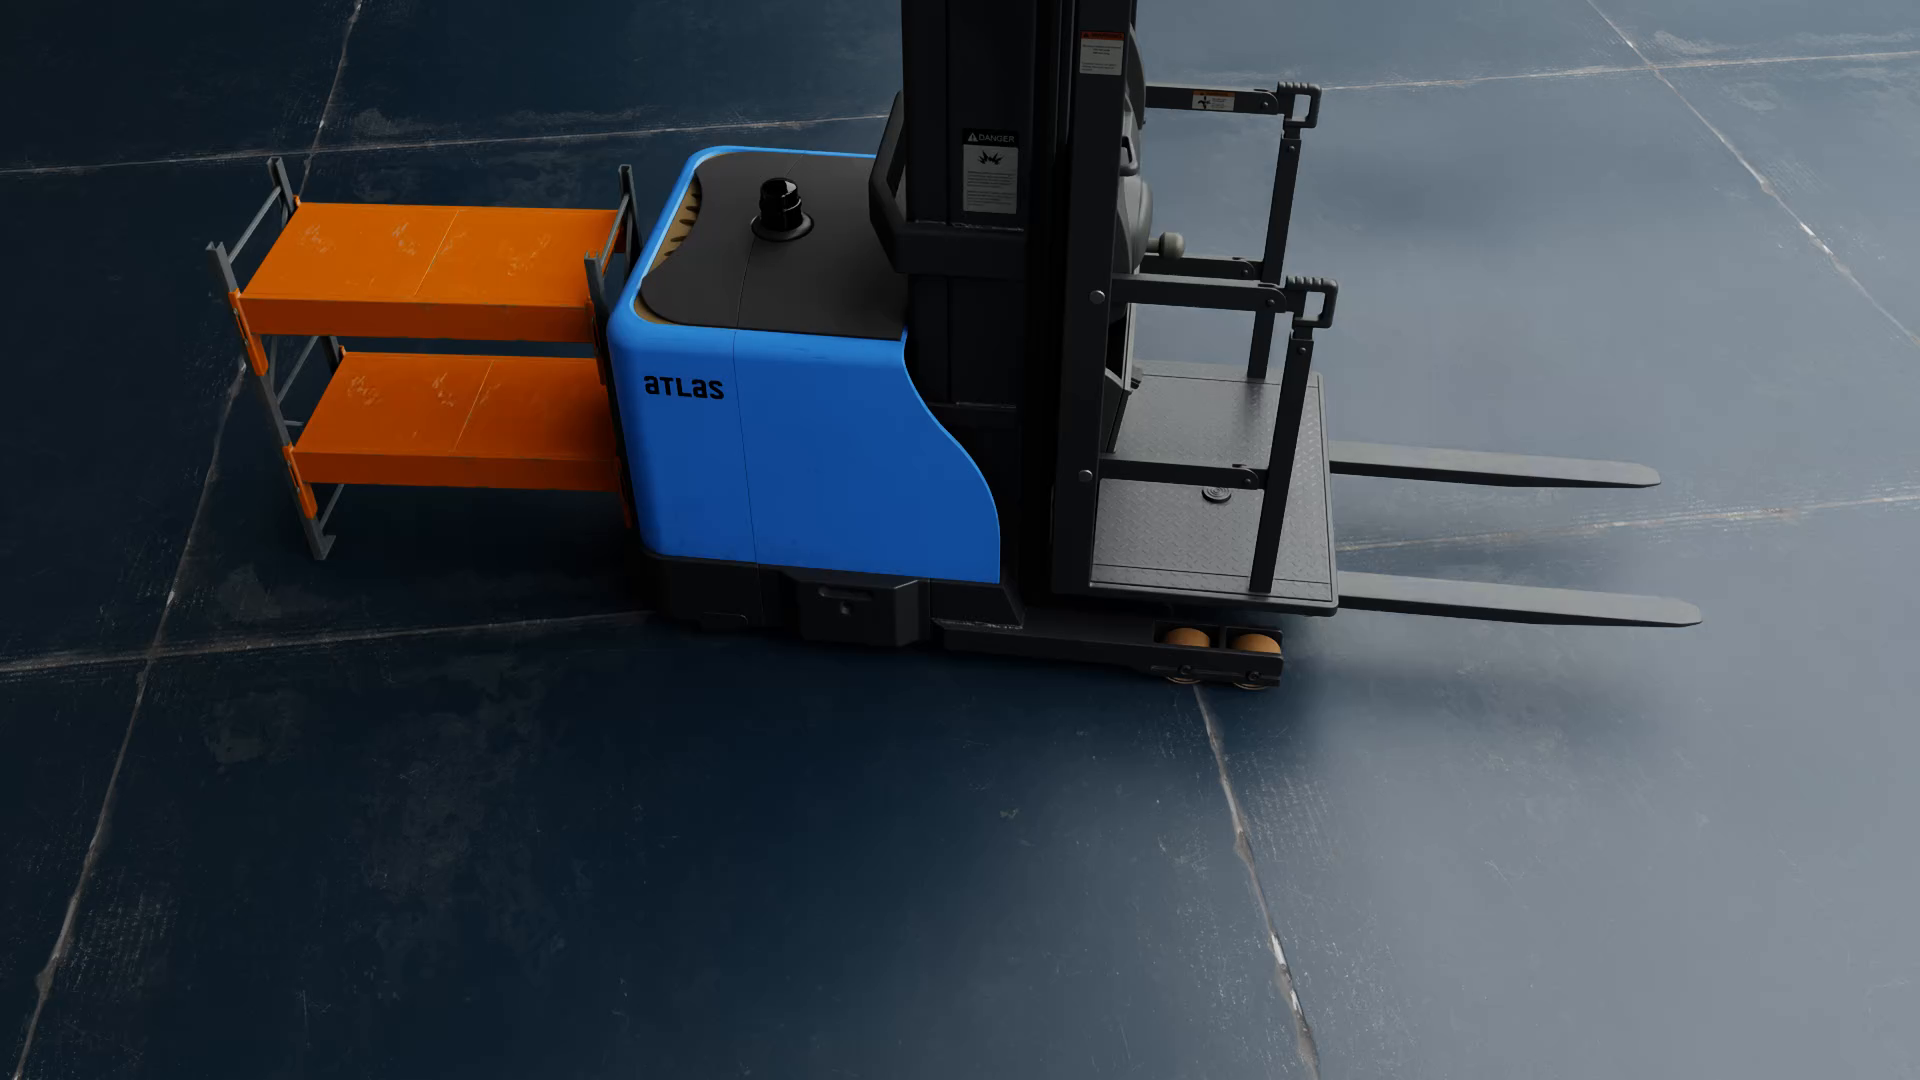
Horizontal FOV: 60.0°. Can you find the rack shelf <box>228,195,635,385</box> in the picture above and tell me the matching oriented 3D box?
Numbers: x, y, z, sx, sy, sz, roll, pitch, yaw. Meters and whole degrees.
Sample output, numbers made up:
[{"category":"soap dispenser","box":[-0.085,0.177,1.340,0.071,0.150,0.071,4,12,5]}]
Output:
[{"category":"rack shelf","box":[-1.476,-0.723,4.775,1.000,0.278,0.538,2,42,2]}]

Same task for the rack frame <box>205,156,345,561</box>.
[{"category":"rack frame","box":[-1.984,-0.521,4.988,0.032,1.125,0.500,2,42,2]}]

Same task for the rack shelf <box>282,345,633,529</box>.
[{"category":"rack shelf","box":[-1.476,-0.324,5.135,1.000,0.278,0.538,2,42,2]}]

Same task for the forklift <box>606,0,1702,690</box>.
[{"category":"forklift","box":[0.621,-1.037,4.212,3.031,2.935,1.130,5,42,5]}]

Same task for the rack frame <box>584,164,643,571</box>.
[{"category":"rack frame","box":[-0.968,-0.490,4.954,0.032,1.125,0.500,2,42,2]}]

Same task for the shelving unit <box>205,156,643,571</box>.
[{"category":"shelving unit","box":[-1.476,-0.506,4.971,1.048,1.125,0.538,2,42,2]}]
